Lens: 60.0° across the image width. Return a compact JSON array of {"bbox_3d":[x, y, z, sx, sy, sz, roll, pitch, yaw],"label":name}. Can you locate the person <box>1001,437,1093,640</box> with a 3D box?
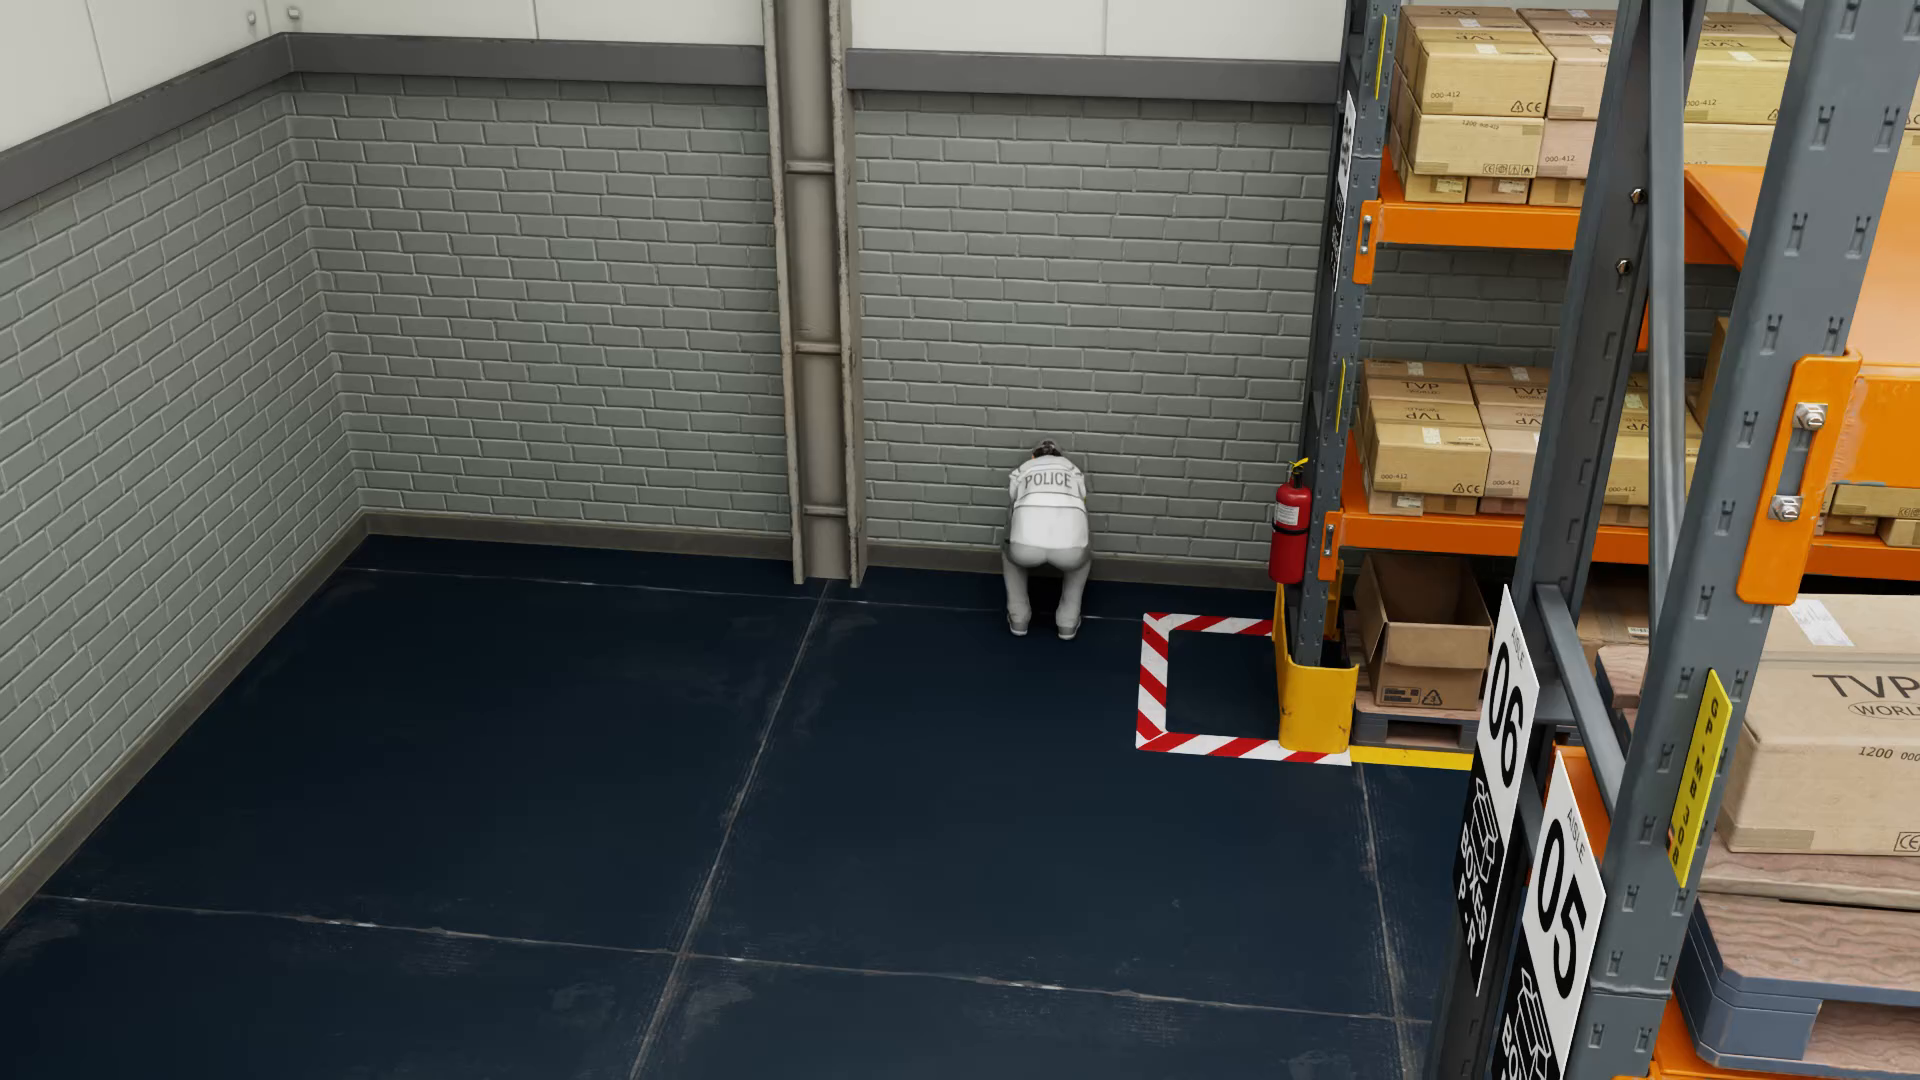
[{"bbox_3d":[0.489,0.010,9.357,0.521,0.950,0.929,2,29,4],"label":"person"}]
